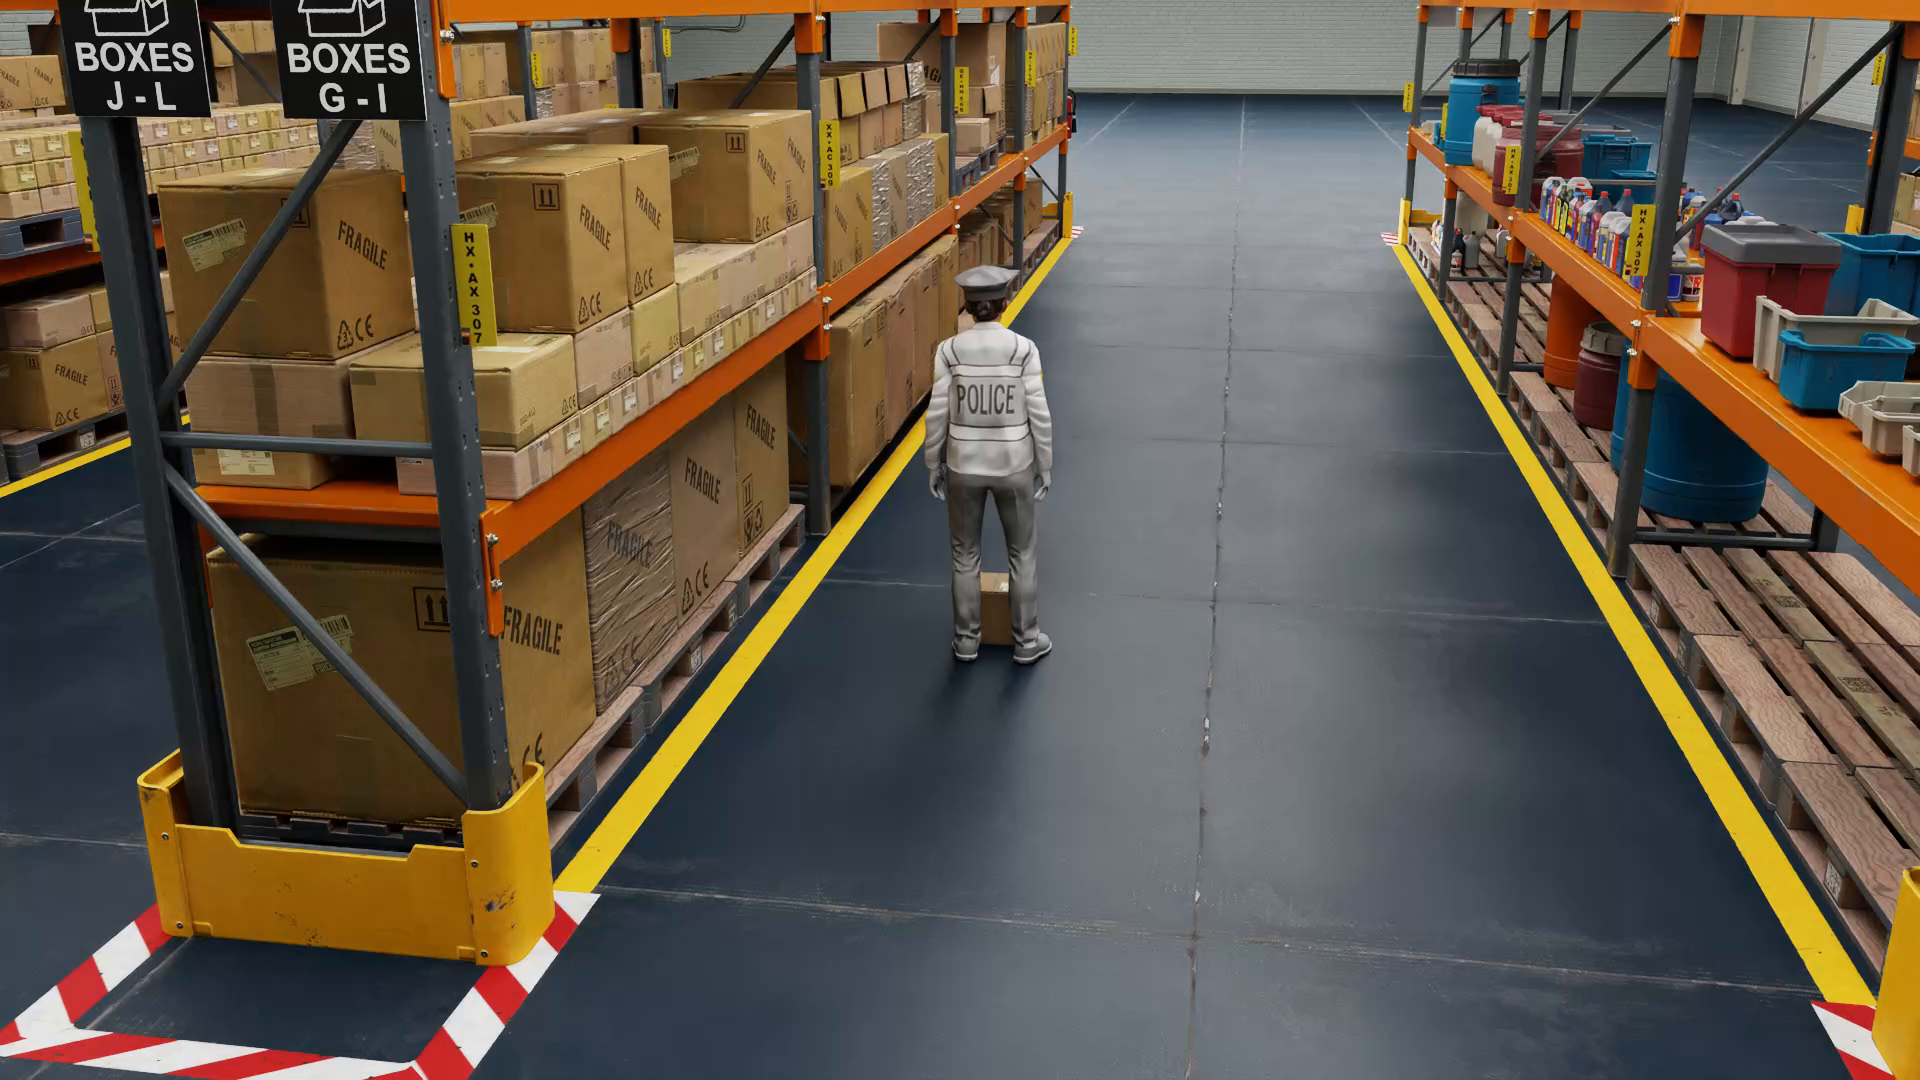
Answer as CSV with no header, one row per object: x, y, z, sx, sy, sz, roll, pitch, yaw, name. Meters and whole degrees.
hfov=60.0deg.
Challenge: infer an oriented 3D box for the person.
0.123,-0.291,6.947,0.541,1.662,0.375,2,18,5,person
